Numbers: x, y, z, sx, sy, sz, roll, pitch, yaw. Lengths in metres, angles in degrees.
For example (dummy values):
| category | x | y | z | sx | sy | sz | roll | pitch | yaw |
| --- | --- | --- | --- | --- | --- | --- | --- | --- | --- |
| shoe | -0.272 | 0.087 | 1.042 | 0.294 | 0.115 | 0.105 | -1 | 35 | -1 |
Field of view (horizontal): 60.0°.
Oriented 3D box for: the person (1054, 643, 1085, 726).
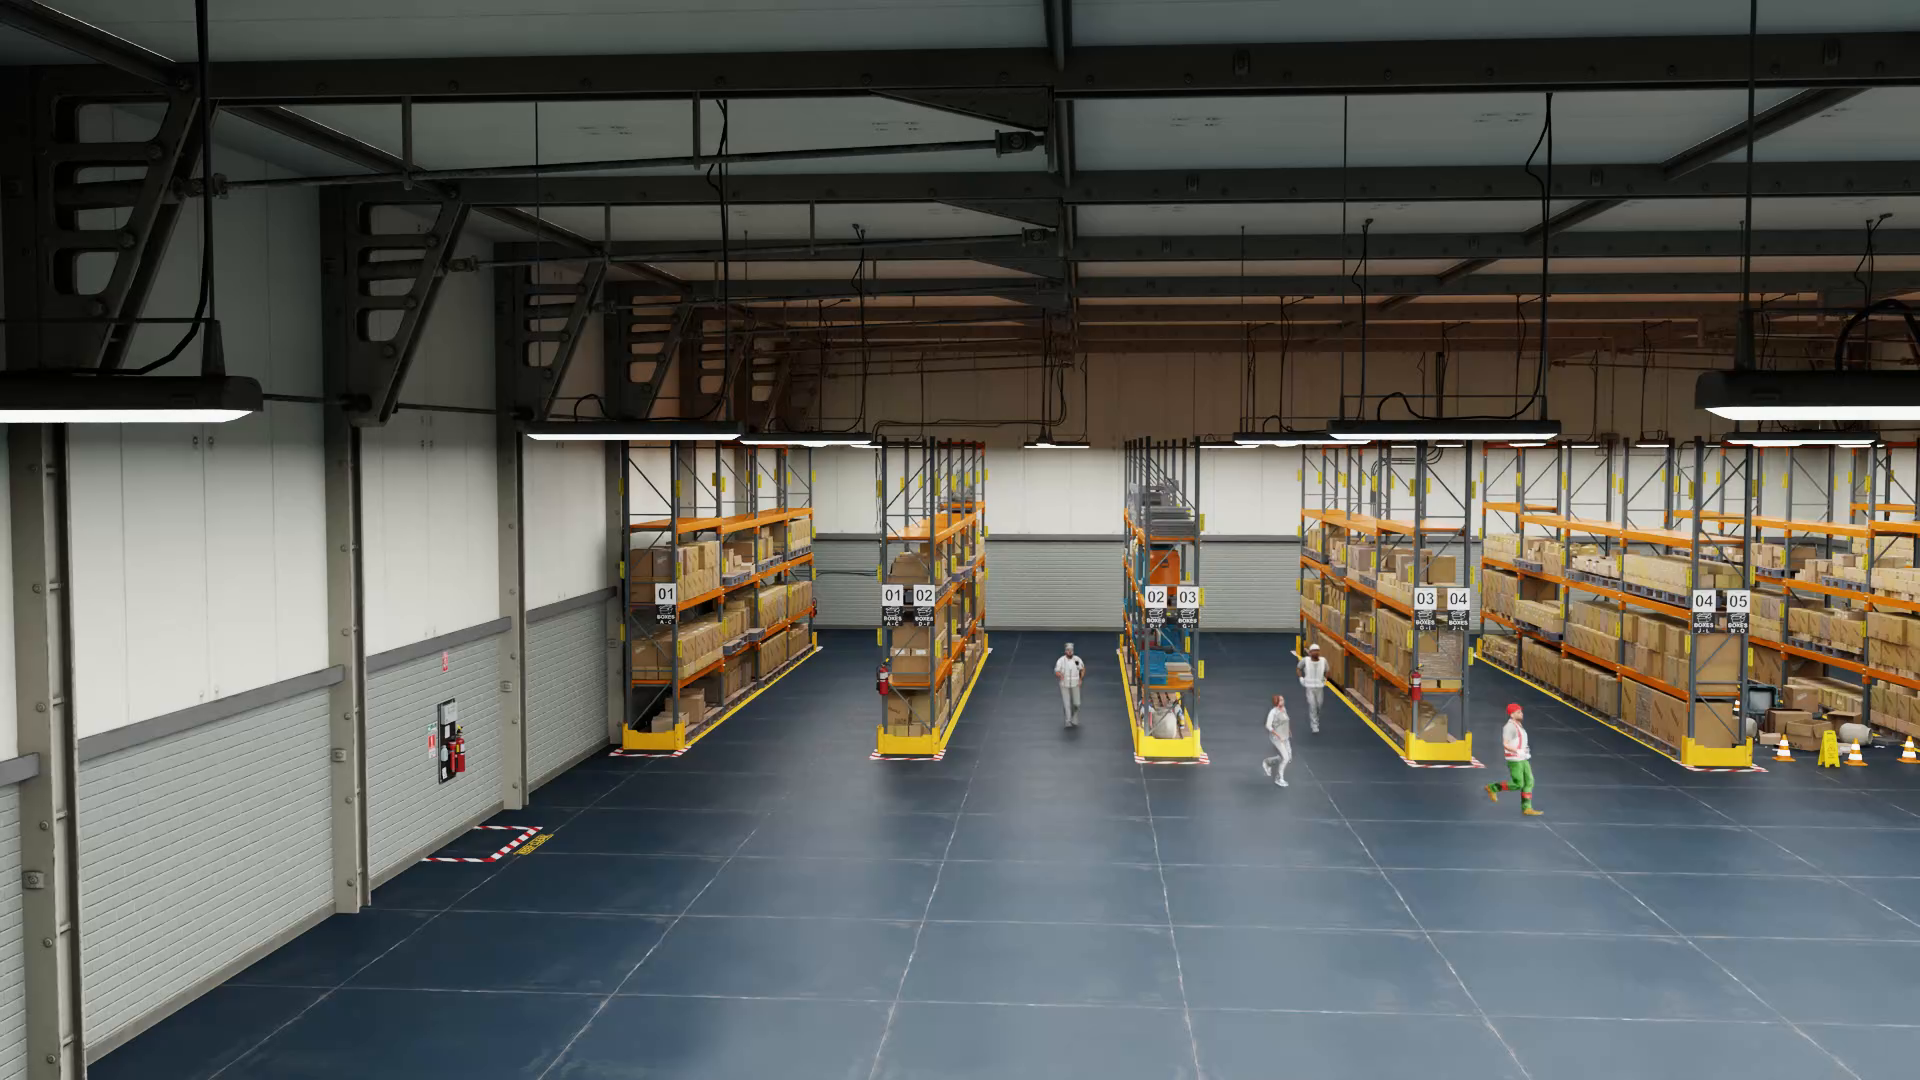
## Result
| category | x | y | z | sx | sy | sz | roll | pitch | yaw |
| --- | --- | --- | --- | --- | --- | --- | --- | --- | --- |
| person | 2.291 | 3.001 | 34.451 | 0.652 | 1.737 | 0.588 | 0 | 3 | -2 |

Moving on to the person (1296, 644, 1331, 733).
| category | x | y | z | sx | sy | sz | roll | pitch | yaw |
| --- | --- | --- | --- | --- | --- | --- | --- | --- | --- |
| person | 7.240 | 3.004 | 34.007 | 0.687 | 1.769 | 0.869 | 0 | 3 | 0 |

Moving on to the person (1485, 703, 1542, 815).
| category | x | y | z | sx | sy | sz | roll | pitch | yaw |
| --- | --- | --- | --- | --- | --- | --- | --- | --- | --- |
| person | 8.764 | 3.451 | 26.244 | 0.866 | 1.755 | 0.669 | 2 | 4 | 35 |

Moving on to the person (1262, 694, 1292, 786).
| category | x | y | z | sx | sy | sz | roll | pitch | yaw |
| --- | --- | --- | --- | --- | --- | --- | --- | --- | --- |
| person | 5.429 | 3.421 | 28.585 | 0.515 | 1.570 | 0.536 | 3 | 4 | 42 |
